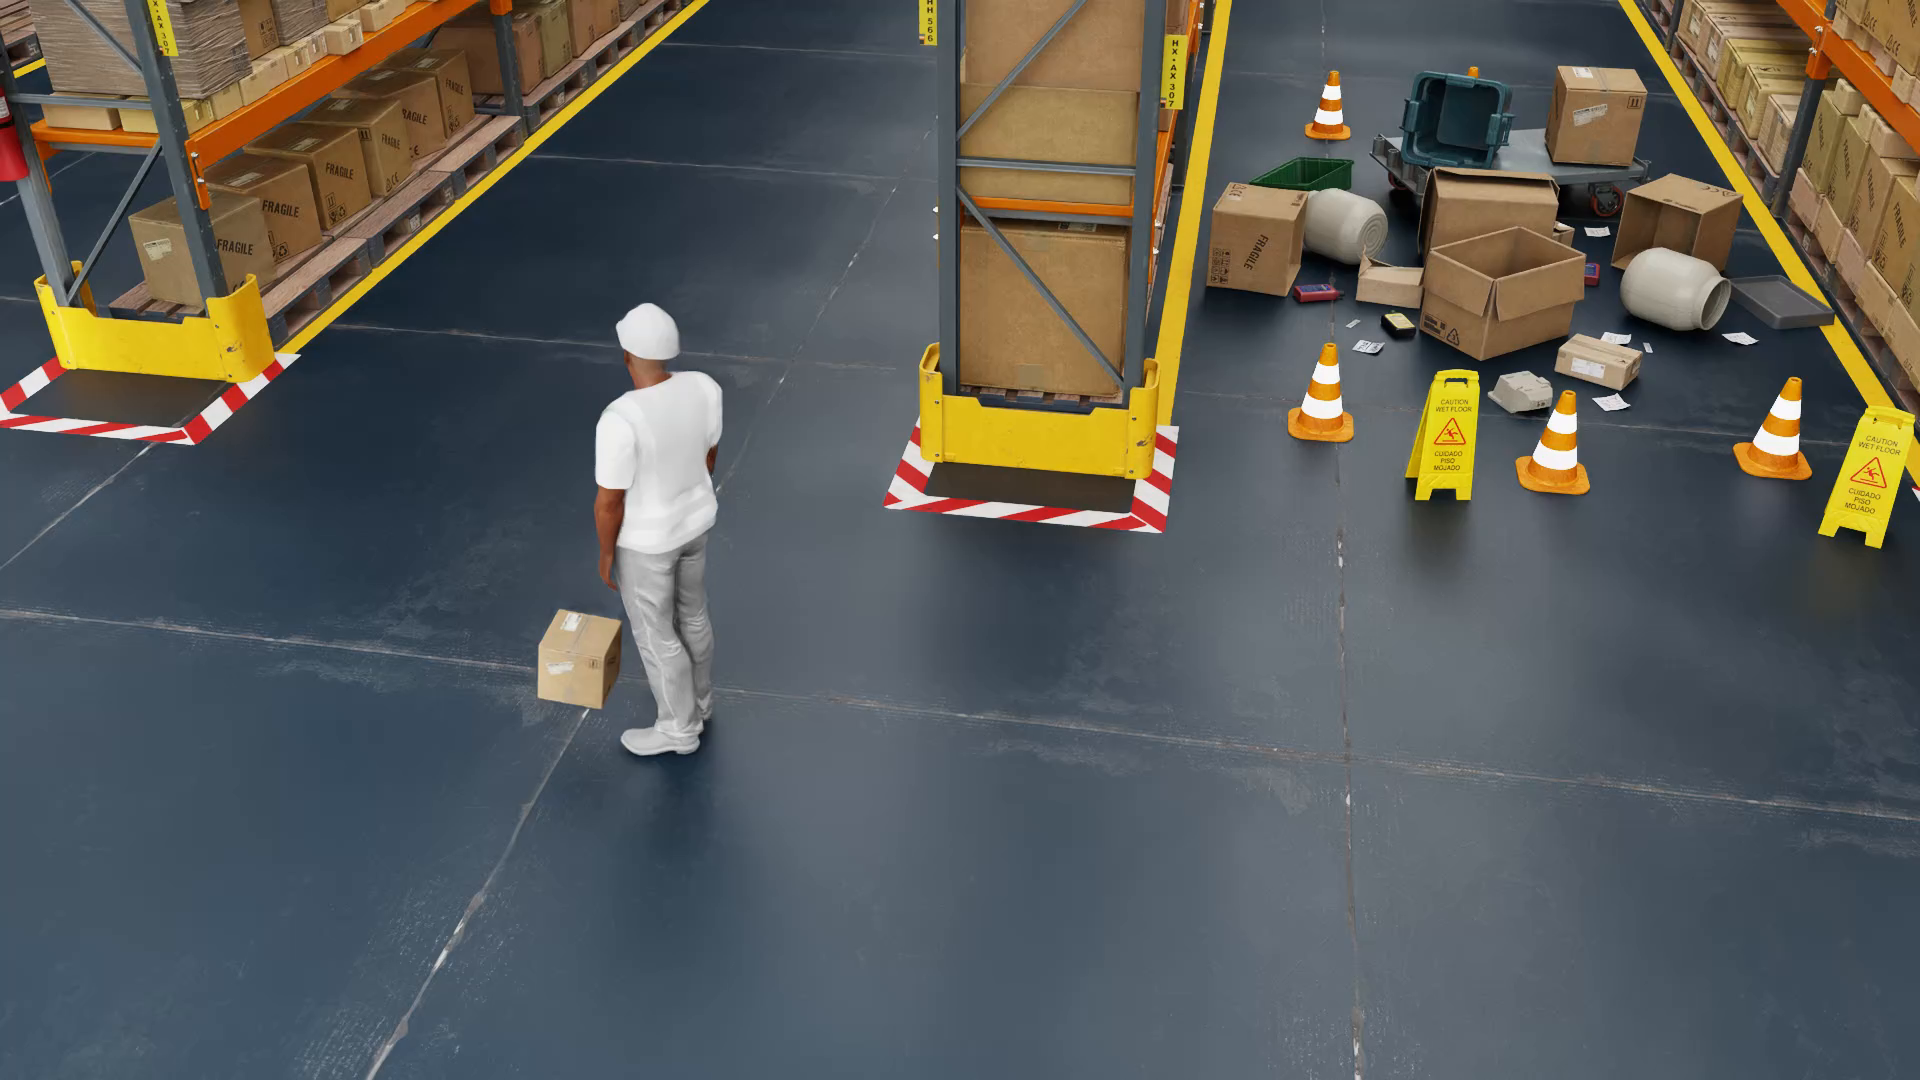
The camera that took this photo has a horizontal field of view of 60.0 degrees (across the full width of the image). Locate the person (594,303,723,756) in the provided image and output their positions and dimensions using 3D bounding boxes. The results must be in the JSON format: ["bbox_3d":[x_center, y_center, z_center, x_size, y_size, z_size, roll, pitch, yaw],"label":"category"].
[{"bbox_3d":[-1.105,-0.038,6.163,0.431,1.776,0.580,22,39,31],"label":"person"}]
